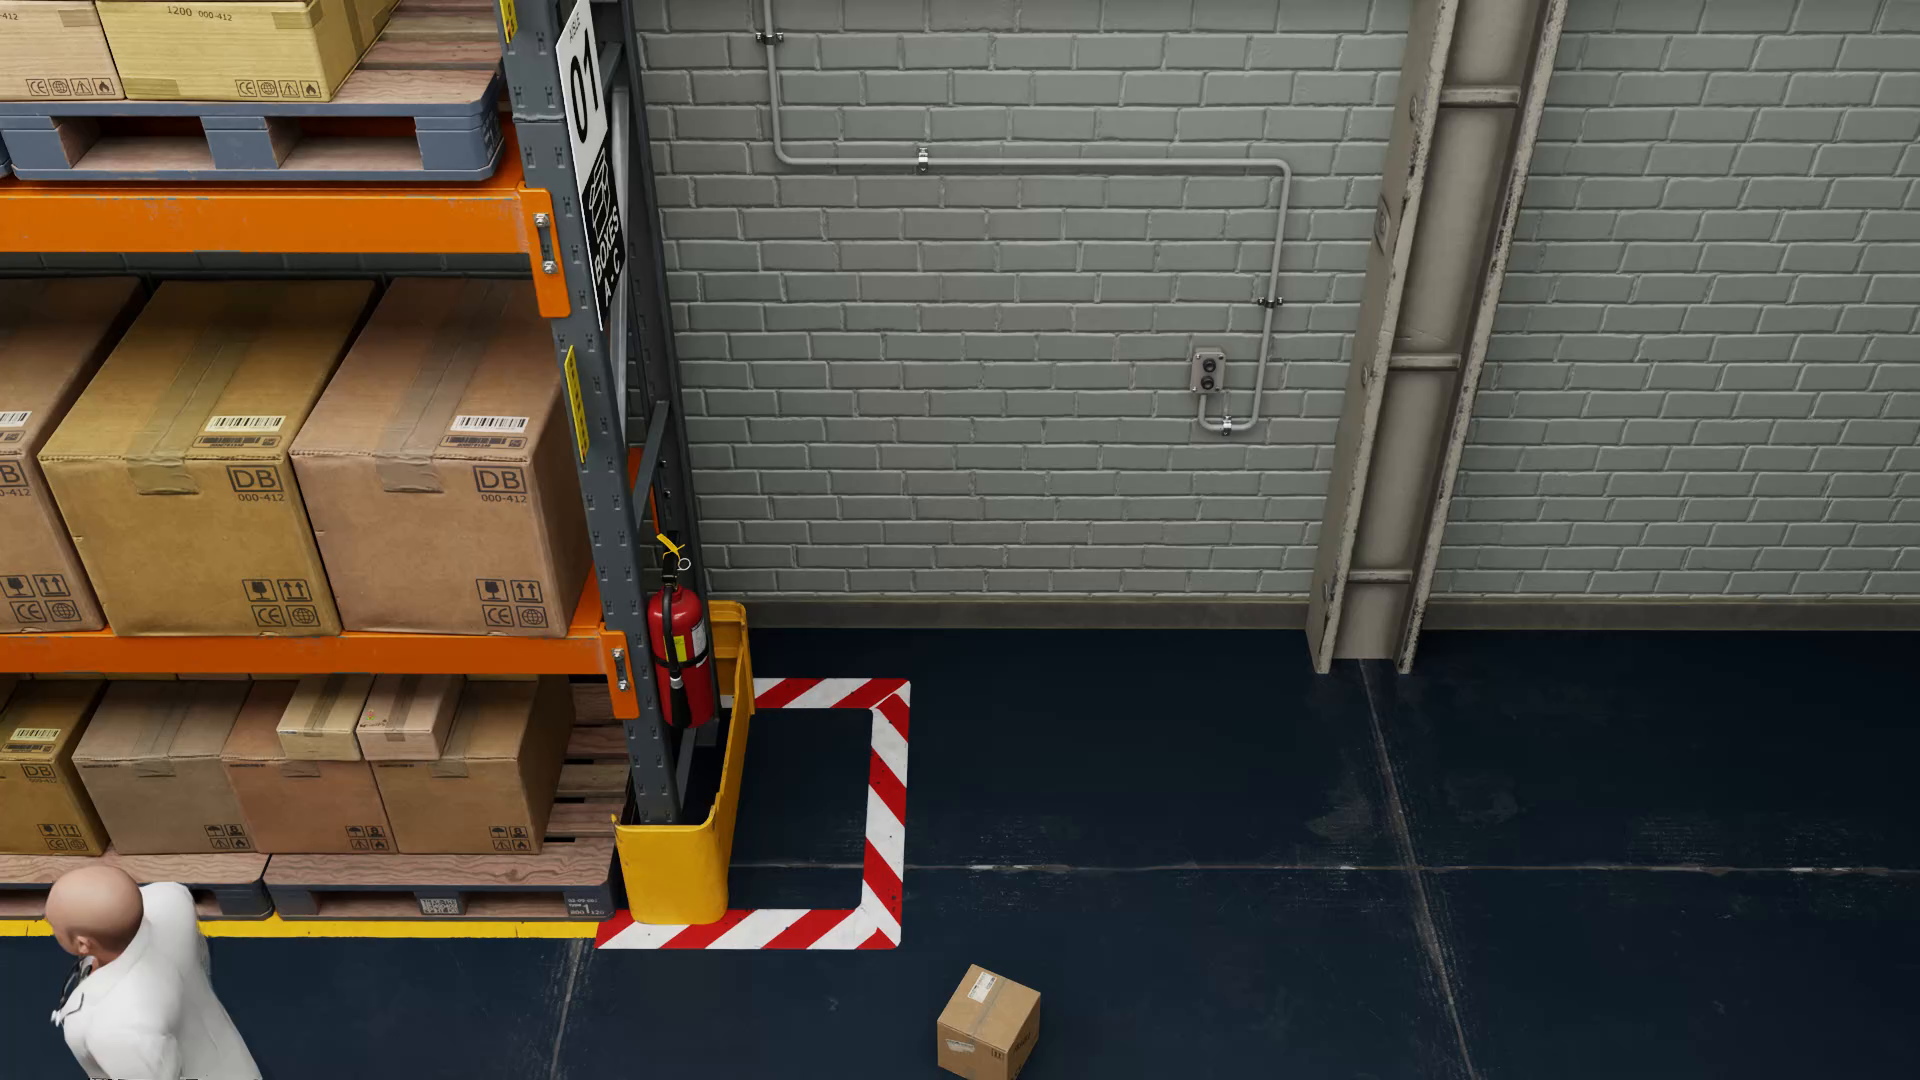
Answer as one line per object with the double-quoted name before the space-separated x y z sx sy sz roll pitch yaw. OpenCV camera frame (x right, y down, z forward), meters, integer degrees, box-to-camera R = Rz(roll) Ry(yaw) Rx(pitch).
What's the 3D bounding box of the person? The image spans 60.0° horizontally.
"person" -1.978 1.449 4.376 0.893 1.746 0.629 -3 39 -3
